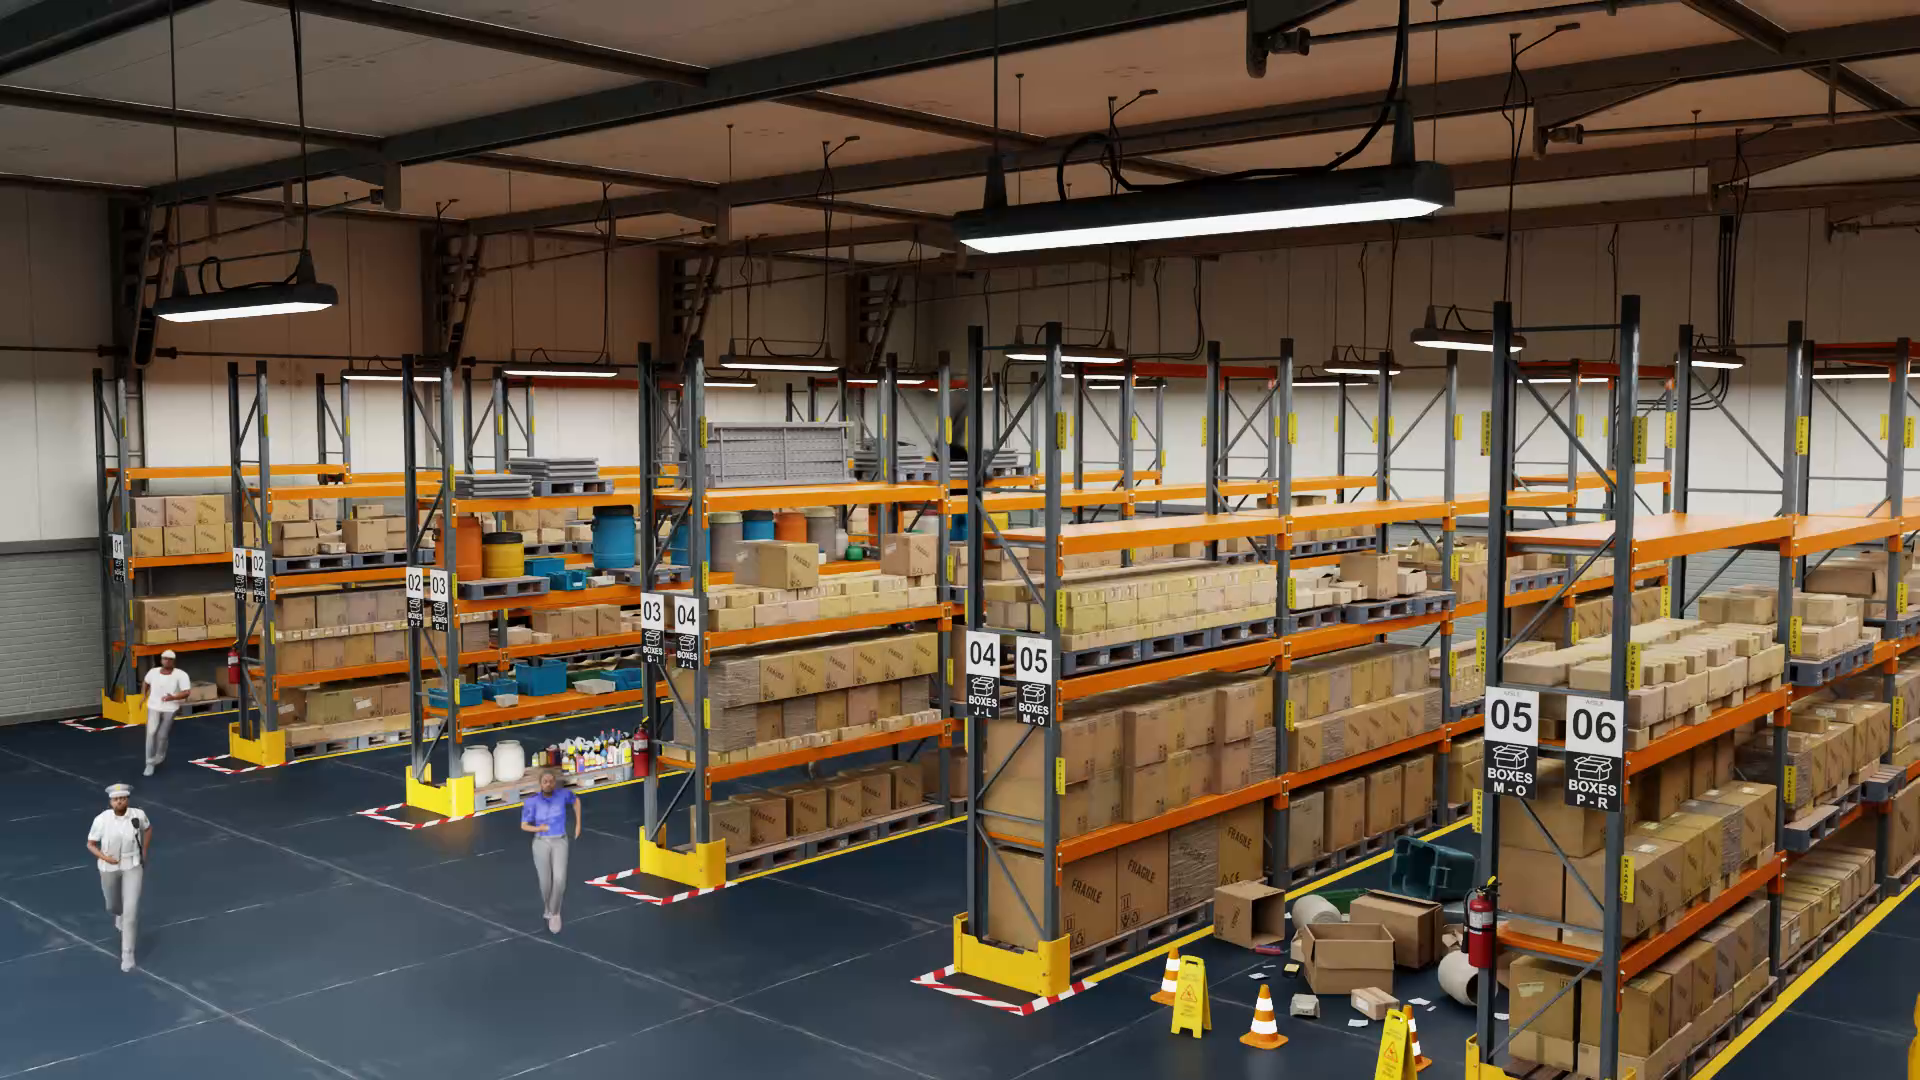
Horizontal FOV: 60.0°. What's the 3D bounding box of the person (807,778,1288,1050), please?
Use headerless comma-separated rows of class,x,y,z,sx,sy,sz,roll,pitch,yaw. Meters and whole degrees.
person,-8.675,0.812,18.432,23.615,6.000,15.158,4,6,41

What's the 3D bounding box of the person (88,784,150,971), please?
person,-8.061,3.160,15.959,0.514,1.710,1.092,-2,4,-21

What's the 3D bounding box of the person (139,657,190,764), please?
person,-11.646,2.439,24.349,0.716,1.585,0.744,-1,4,-17

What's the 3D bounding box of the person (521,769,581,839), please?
person,-4.092,2.687,16.660,0.602,0.790,0.614,-1,4,-17
